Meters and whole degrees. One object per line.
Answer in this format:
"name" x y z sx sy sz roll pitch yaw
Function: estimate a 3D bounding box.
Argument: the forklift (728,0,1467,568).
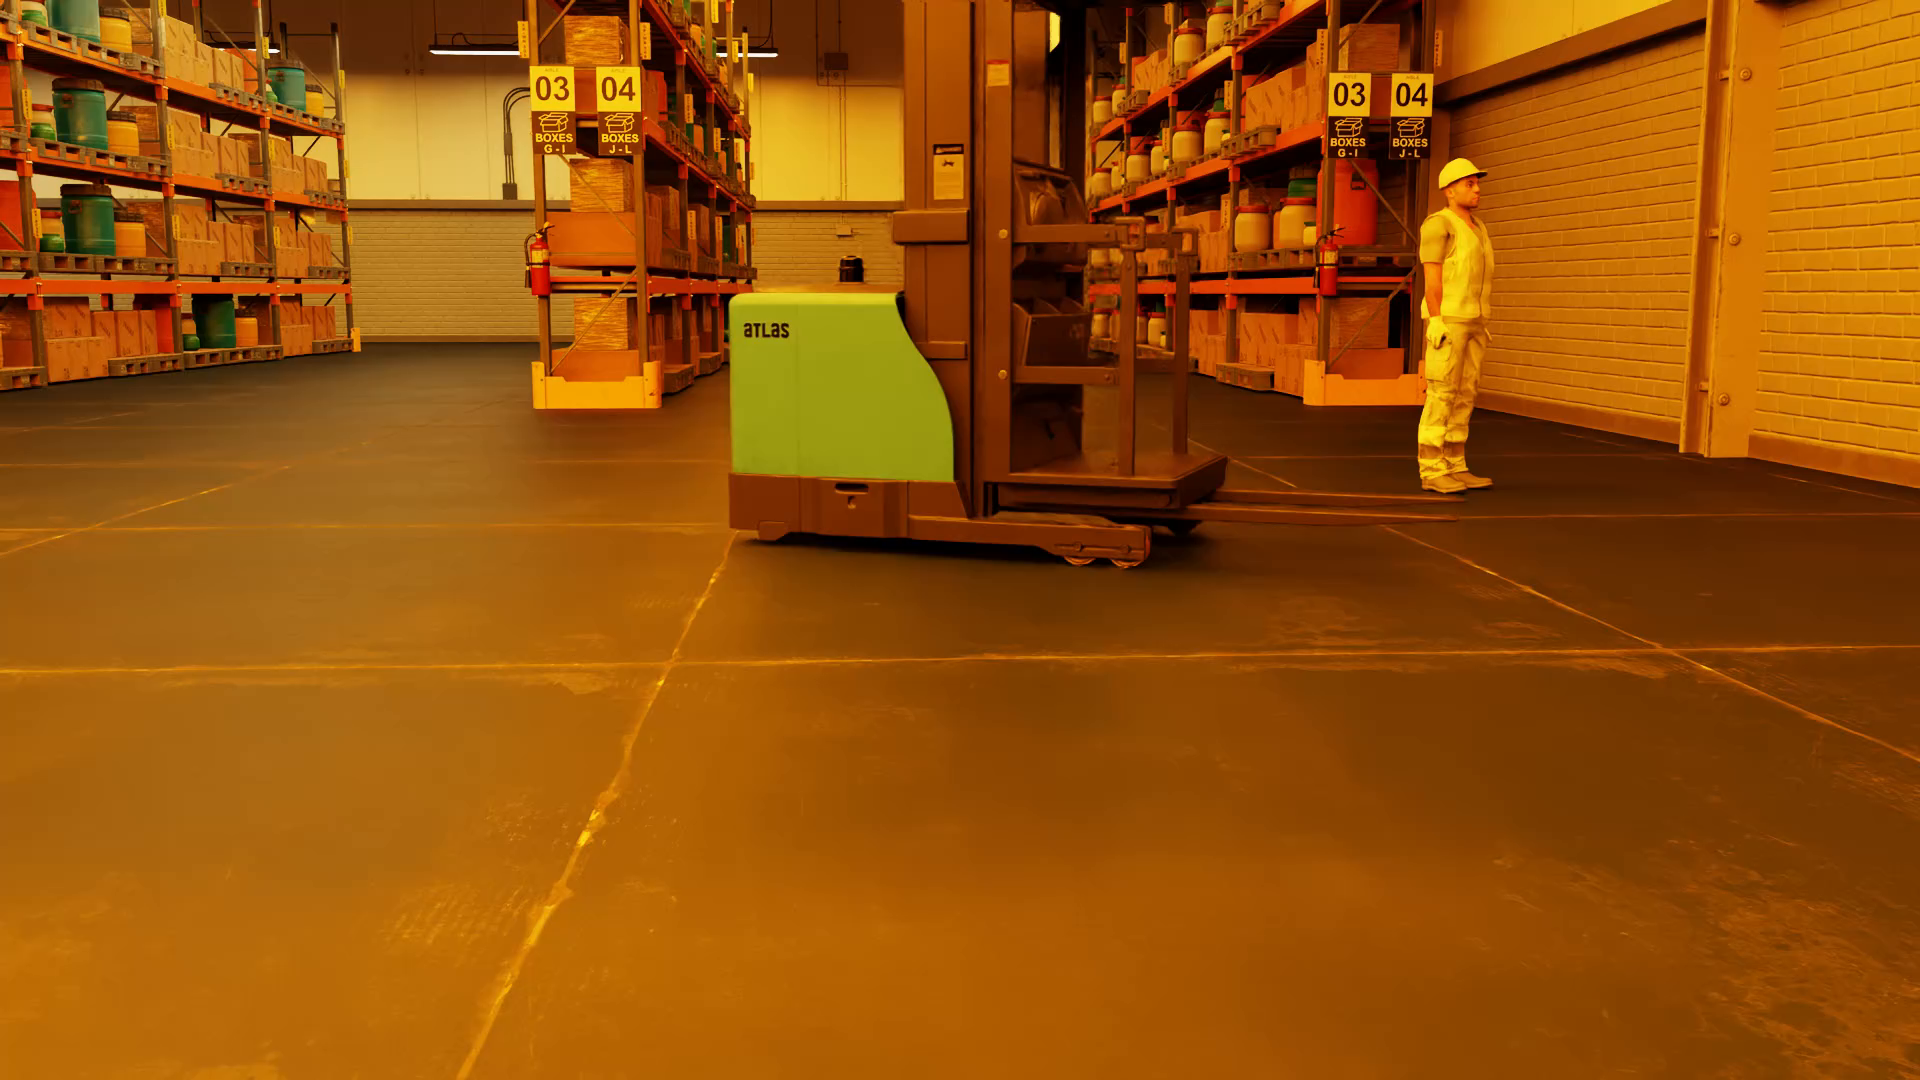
"forklift" 0.571 -1.426 6.932 3.031 2.935 1.130 3 9 19

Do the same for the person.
"person" 2.735 -1.168 9.083 0.535 1.795 0.372 -8 12 -44
